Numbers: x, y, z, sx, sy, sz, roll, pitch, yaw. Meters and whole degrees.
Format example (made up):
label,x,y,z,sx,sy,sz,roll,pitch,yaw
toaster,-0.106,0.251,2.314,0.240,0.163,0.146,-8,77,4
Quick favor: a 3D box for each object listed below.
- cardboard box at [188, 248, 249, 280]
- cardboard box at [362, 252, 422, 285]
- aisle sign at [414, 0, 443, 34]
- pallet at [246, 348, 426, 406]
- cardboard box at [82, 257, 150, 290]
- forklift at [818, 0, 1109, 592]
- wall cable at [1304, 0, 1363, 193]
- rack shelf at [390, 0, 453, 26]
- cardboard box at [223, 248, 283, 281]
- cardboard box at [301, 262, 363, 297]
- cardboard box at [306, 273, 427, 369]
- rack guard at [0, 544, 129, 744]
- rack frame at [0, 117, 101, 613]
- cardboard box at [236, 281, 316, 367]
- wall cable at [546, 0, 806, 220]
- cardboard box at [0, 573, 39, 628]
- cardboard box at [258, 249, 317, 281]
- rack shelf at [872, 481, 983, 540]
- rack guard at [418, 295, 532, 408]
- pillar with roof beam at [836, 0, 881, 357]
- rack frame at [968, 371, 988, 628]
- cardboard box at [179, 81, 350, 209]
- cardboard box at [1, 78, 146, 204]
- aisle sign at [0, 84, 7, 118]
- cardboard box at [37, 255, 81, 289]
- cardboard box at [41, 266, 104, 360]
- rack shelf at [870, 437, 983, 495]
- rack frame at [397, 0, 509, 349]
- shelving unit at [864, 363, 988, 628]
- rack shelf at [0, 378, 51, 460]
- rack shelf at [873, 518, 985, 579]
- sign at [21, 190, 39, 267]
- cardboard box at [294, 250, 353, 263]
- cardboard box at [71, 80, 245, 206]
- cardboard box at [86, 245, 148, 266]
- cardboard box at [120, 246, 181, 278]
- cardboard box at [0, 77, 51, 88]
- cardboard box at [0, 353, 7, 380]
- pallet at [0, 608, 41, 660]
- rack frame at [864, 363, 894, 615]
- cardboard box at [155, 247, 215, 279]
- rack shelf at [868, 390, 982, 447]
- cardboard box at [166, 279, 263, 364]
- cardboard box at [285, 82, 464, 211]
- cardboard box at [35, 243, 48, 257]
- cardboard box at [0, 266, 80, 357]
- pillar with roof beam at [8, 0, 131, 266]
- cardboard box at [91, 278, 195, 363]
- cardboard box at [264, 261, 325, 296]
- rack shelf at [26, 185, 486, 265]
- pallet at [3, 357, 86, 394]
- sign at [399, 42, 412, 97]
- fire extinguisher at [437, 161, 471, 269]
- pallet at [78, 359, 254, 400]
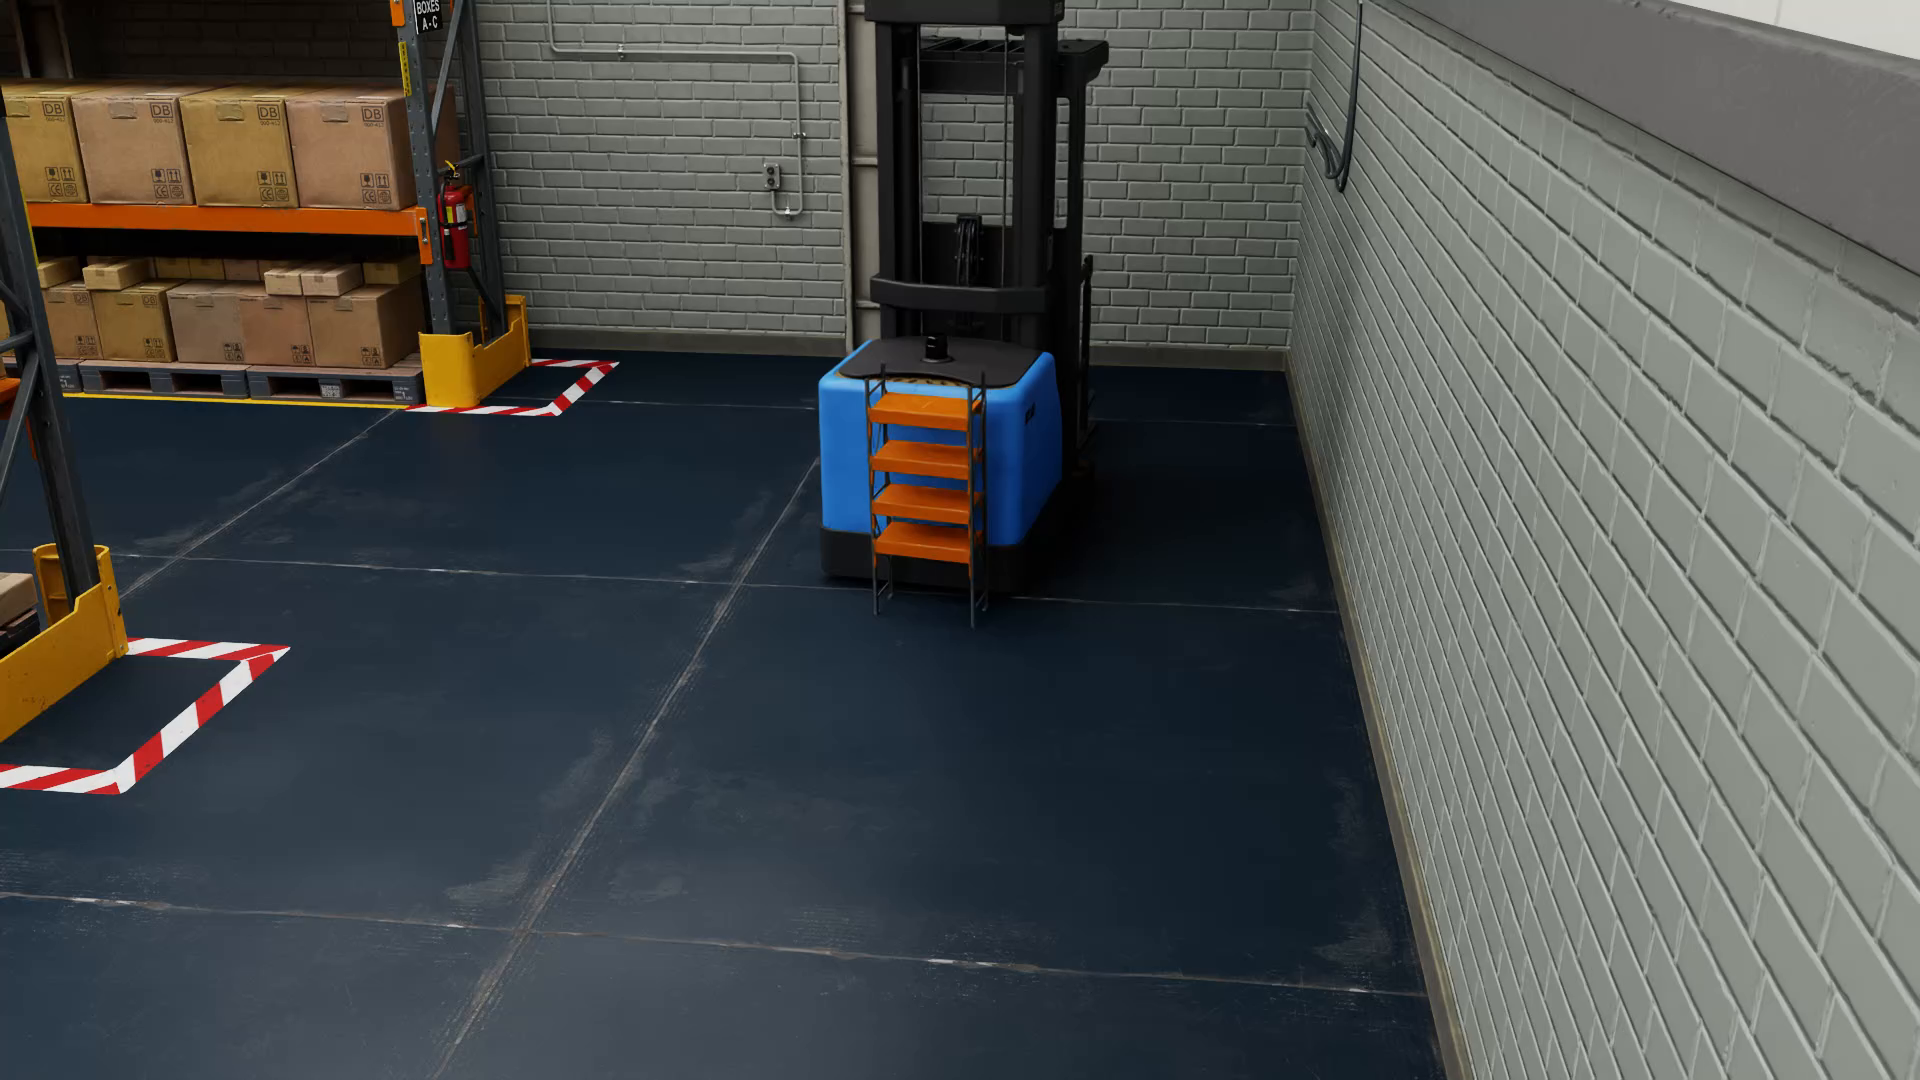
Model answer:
label,x,y,z,sx,sy,sz,roll,pitch,yaw
cardboard box,-5.219,-1.951,11.742,0.250,0.149,0.380,3,22,7
cardboard box,-3.960,-1.897,11.605,0.250,0.149,0.380,3,22,7
aisle sign,-3.364,-3.597,10.423,0.004,0.787,0.394,2,22,6
pallet,-4.204,-1.210,11.714,1.213,0.211,1.003,2,22,6
cardboard box,-5.805,-1.835,11.448,0.250,0.149,0.380,2,22,5
forklift,0.166,-1.619,9.050,1.130,2.935,3.031,5,22,14
wall cable,2.174,-3.472,9.705,0.112,2.526,3.097,2,22,6
rack shelf,-5.387,-3.648,10.986,4.000,0.370,1.077,2,22,6
cardboard box,-4.964,-1.940,11.714,0.250,0.149,0.380,3,22,7
cardboard box,-4.256,-1.768,11.279,0.250,0.149,0.380,2,22,6
cardboard box,-4.107,-1.528,11.553,0.500,0.500,0.700,2,22,6
rack guard,-4.055,0.467,7.079,0.348,0.500,1.175,2,22,6
rack frame,-3.980,-0.692,6.611,0.127,3.000,1.000,2,22,6
cardboard box,-4.604,-1.549,11.608,0.500,0.500,0.700,2,22,6
wall cable,-2.018,-3.264,11.733,1.851,1.984,0.084,2,22,6
cardboard box,-4.355,0.285,7.418,0.250,0.149,0.380,2,22,6
cardboard box,-4.711,-1.930,11.687,0.250,0.149,0.380,3,22,7
rack shelf,-0.146,-0.143,7.833,0.480,0.148,0.258,6,26,16
rack guard,-3.377,-1.338,11.643,0.348,0.500,1.175,2,22,6
pillar with roof beam,-1.124,-3.918,6.611,0.400,9.000,9.100,2,22,6
rack frame,0.086,-0.178,7.738,0.015,1.200,0.240,6,26,16
cardboard box,-4.632,-2.686,11.247,0.700,0.700,0.980,2,22,6
cardboard box,-6.112,-2.751,11.410,0.700,0.700,0.980,2,22,5
aisle sign,-3.877,-2.006,6.397,0.004,0.787,0.394,2,22,6
cardboard box,-6.323,-1.857,11.505,0.250,0.149,0.380,3,22,8
cardboard box,-6.144,-1.614,11.772,0.500,0.500,0.700,2,22,6
rack shelf,-0.150,-0.346,7.740,0.480,0.148,0.258,6,26,16
rack frame,-3.400,-2.501,11.186,0.127,3.000,1.000,2,22,6
shelving unit,-0.148,-0.204,7.805,0.503,1.200,0.258,6,26,16
rack shelf,-5.966,-0.444,6.962,4.000,0.370,1.077,2,22,6
rack shelf,-0.143,0.038,7.916,0.480,0.148,0.258,6,26,16
sign,-3.916,-1.293,6.953,0.005,0.325,0.100,2,22,6
cardboard box,-4.463,-1.919,11.659,0.250,0.149,0.380,3,22,6
cardboard box,-5.388,-2.723,11.339,0.700,0.700,0.980,1,22,4
cardboard box,-5.977,-1.984,11.826,0.250,0.149,0.380,2,22,5
cardboard box,-5.727,-1.973,11.797,0.250,0.149,0.380,3,22,7
cardboard box,-6.836,-2.784,11.495,0.700,0.700,0.980,3,22,7
cardboard box,-4.389,-0.854,6.885,0.500,0.500,0.500,3,22,7
pallet,-4.847,0.567,7.219,1.213,0.211,1.003,2,22,6
rack frame,-0.381,-0.230,7.872,0.015,1.200,0.240,6,26,16
cardboard box,-5.470,-1.962,11.770,0.250,0.149,0.380,2,22,5
rack shelf,-0.154,-0.562,7.642,0.480,0.148,0.258,6,26,16
cardboard box,-5.104,-1.571,11.662,0.500,0.500,0.700,2,22,5
cardboard box,-3.908,-2.659,11.178,0.700,0.700,0.980,3,22,9
cardboard box,-6.763,-2.018,11.910,0.250,0.149,0.380,2,22,6
cardboard box,-6.642,-1.637,11.830,0.500,0.500,0.700,3,22,7
pillar with roof beam,-7.082,-4.178,7.268,0.400,9.000,9.100,2,22,6
cardboard box,-5.634,-1.591,11.714,0.500,0.500,0.700,3,22,8
cardboard box,-4.510,-1.779,11.307,0.250,0.149,0.380,3,22,8
rack shelf,-5.387,-2.253,11.537,4.000,0.370,1.077,2,22,6
pallet,-6.627,-1.316,11.981,1.213,0.211,1.003,2,22,6
sign,-3.478,-2.952,10.430,0.005,0.325,0.100,2,22,6
fire extinguisher,-3.305,-2.117,10.826,0.183,0.674,0.296,2,22,6
pallet,-5.412,-1.264,11.850,1.213,0.211,1.003,2,22,6
